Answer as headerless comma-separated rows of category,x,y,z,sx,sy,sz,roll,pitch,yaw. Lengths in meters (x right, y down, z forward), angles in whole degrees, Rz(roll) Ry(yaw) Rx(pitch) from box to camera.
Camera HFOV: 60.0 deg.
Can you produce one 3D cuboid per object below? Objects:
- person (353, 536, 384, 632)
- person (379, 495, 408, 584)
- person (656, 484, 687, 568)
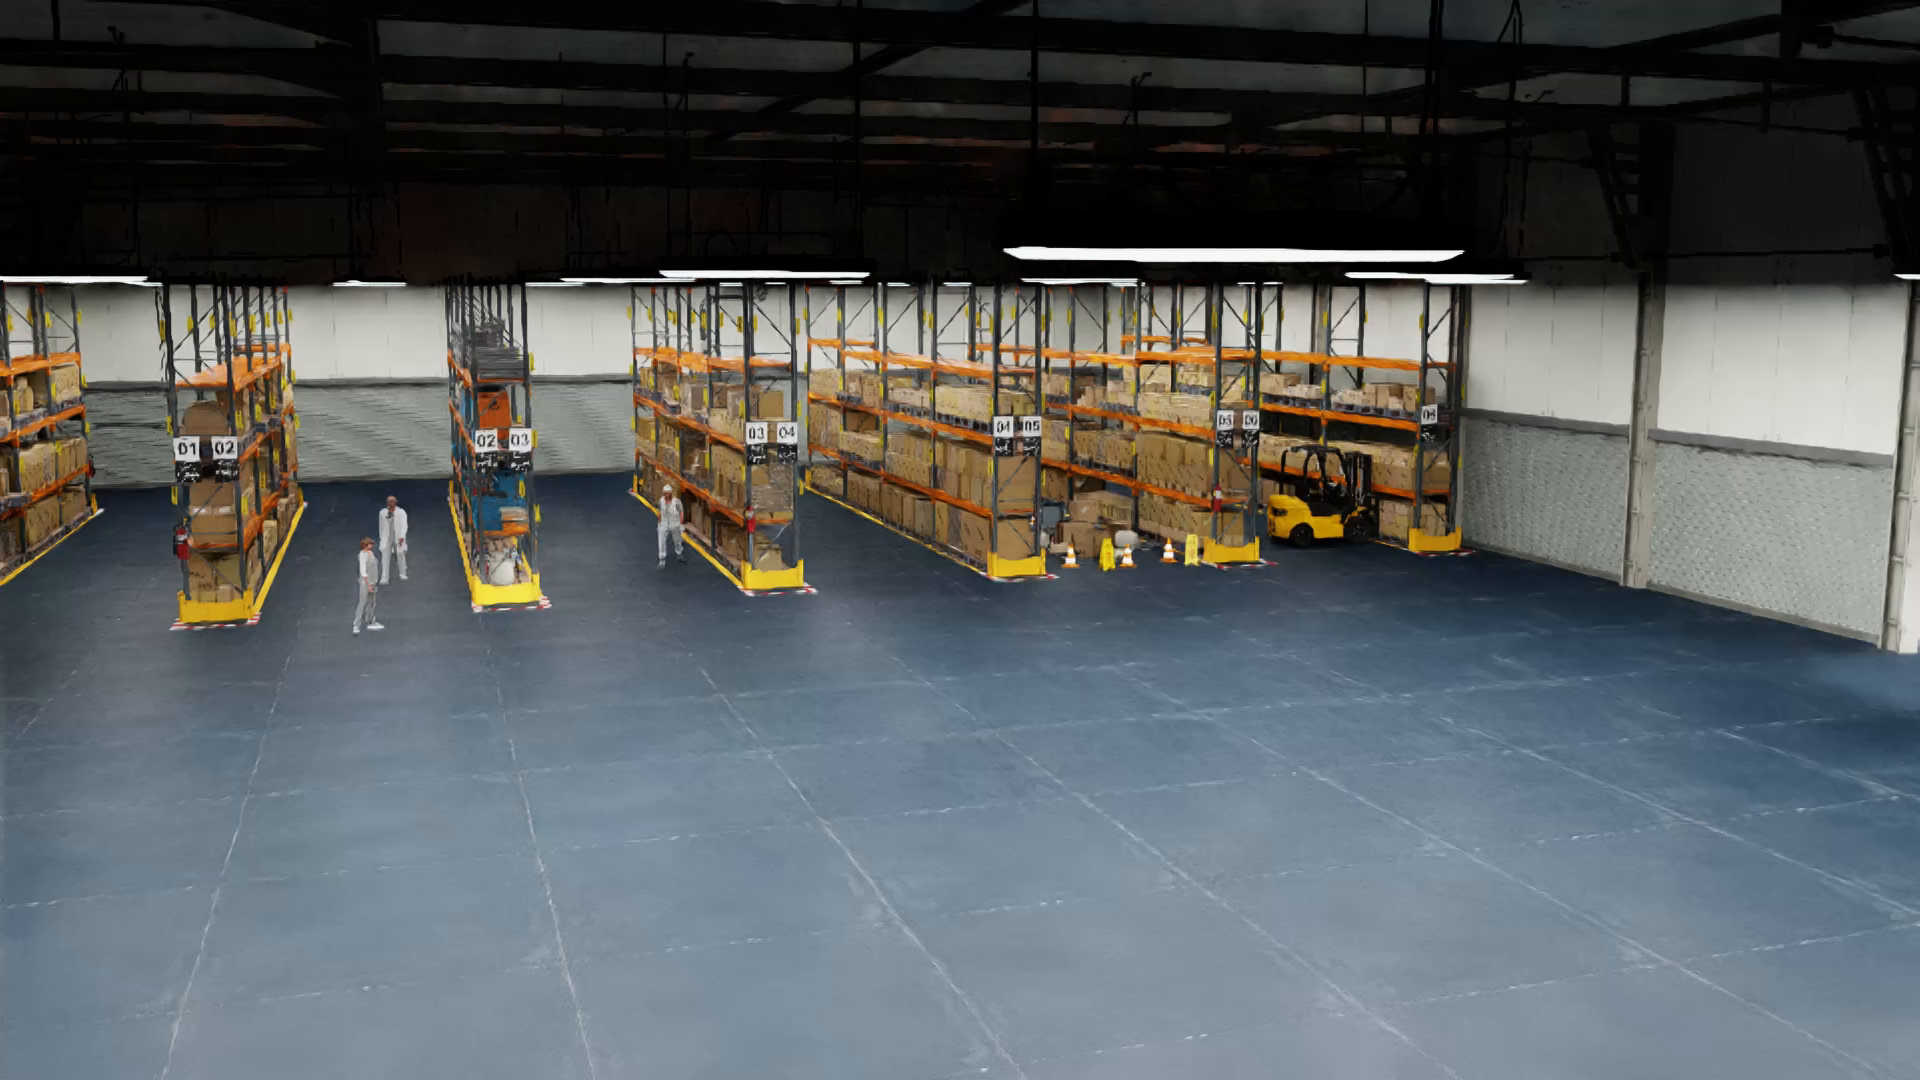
person,-9.990,0.739,27.908,0.394,1.595,0.571,1,9,6
person,-11.061,-0.028,32.475,0.573,1.716,1.102,-2,9,-10
person,-5.987,-0.302,34.394,0.598,1.735,0.988,0,9,2
